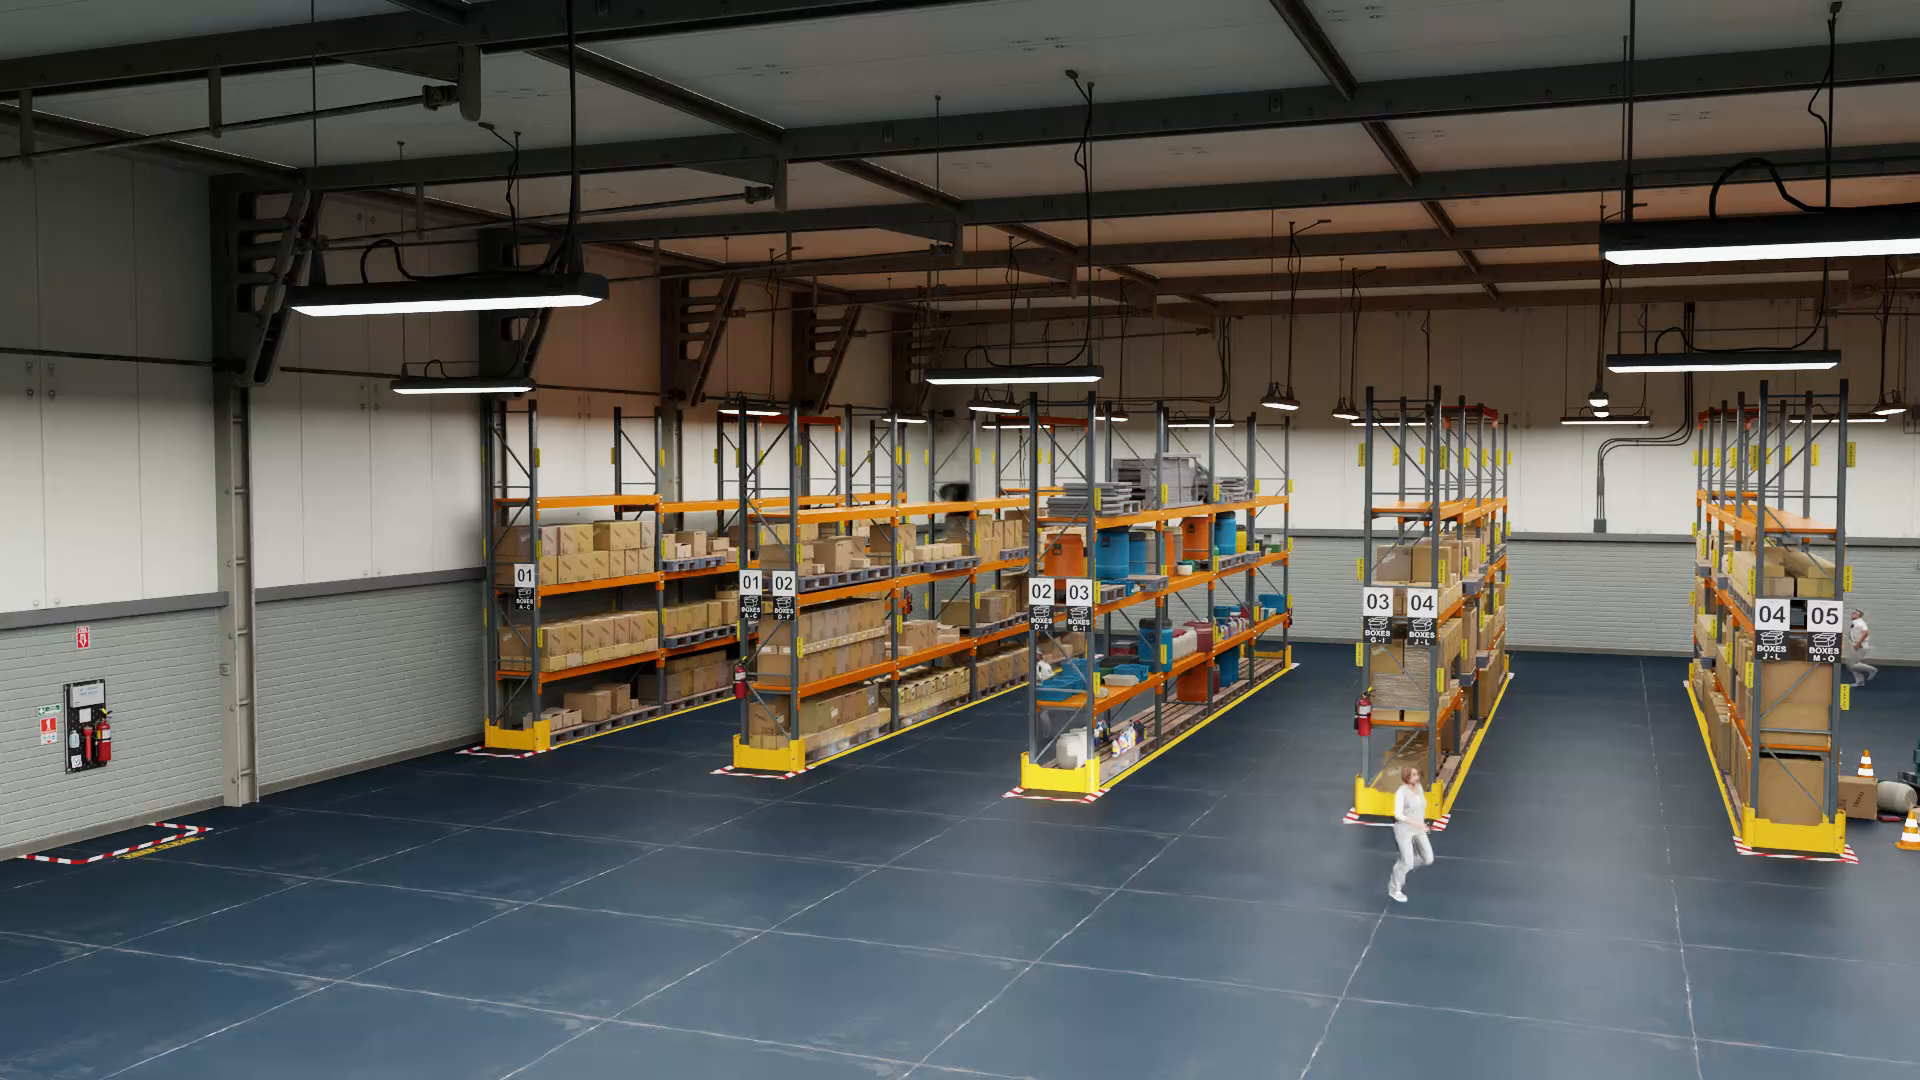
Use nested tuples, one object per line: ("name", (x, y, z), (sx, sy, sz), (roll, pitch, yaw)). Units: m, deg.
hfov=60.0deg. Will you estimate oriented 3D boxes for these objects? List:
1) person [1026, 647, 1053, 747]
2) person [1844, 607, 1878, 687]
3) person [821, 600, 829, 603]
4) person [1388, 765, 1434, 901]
("person", (1.402, 2.718, 29.187), (0.541, 1.718, 0.869), (2, 3, 28))
("person", (19.696, 2.351, 36.392), (0.624, 1.758, 0.679), (1, 3, 27))
("person", (-2.789, 2.130, 34.283), (0.669, 1.817, 0.847), (0, 3, 5))
("person", (5.105, 3.304, 18.728), (0.573, 1.557, 0.618), (-2, 3, -32))
